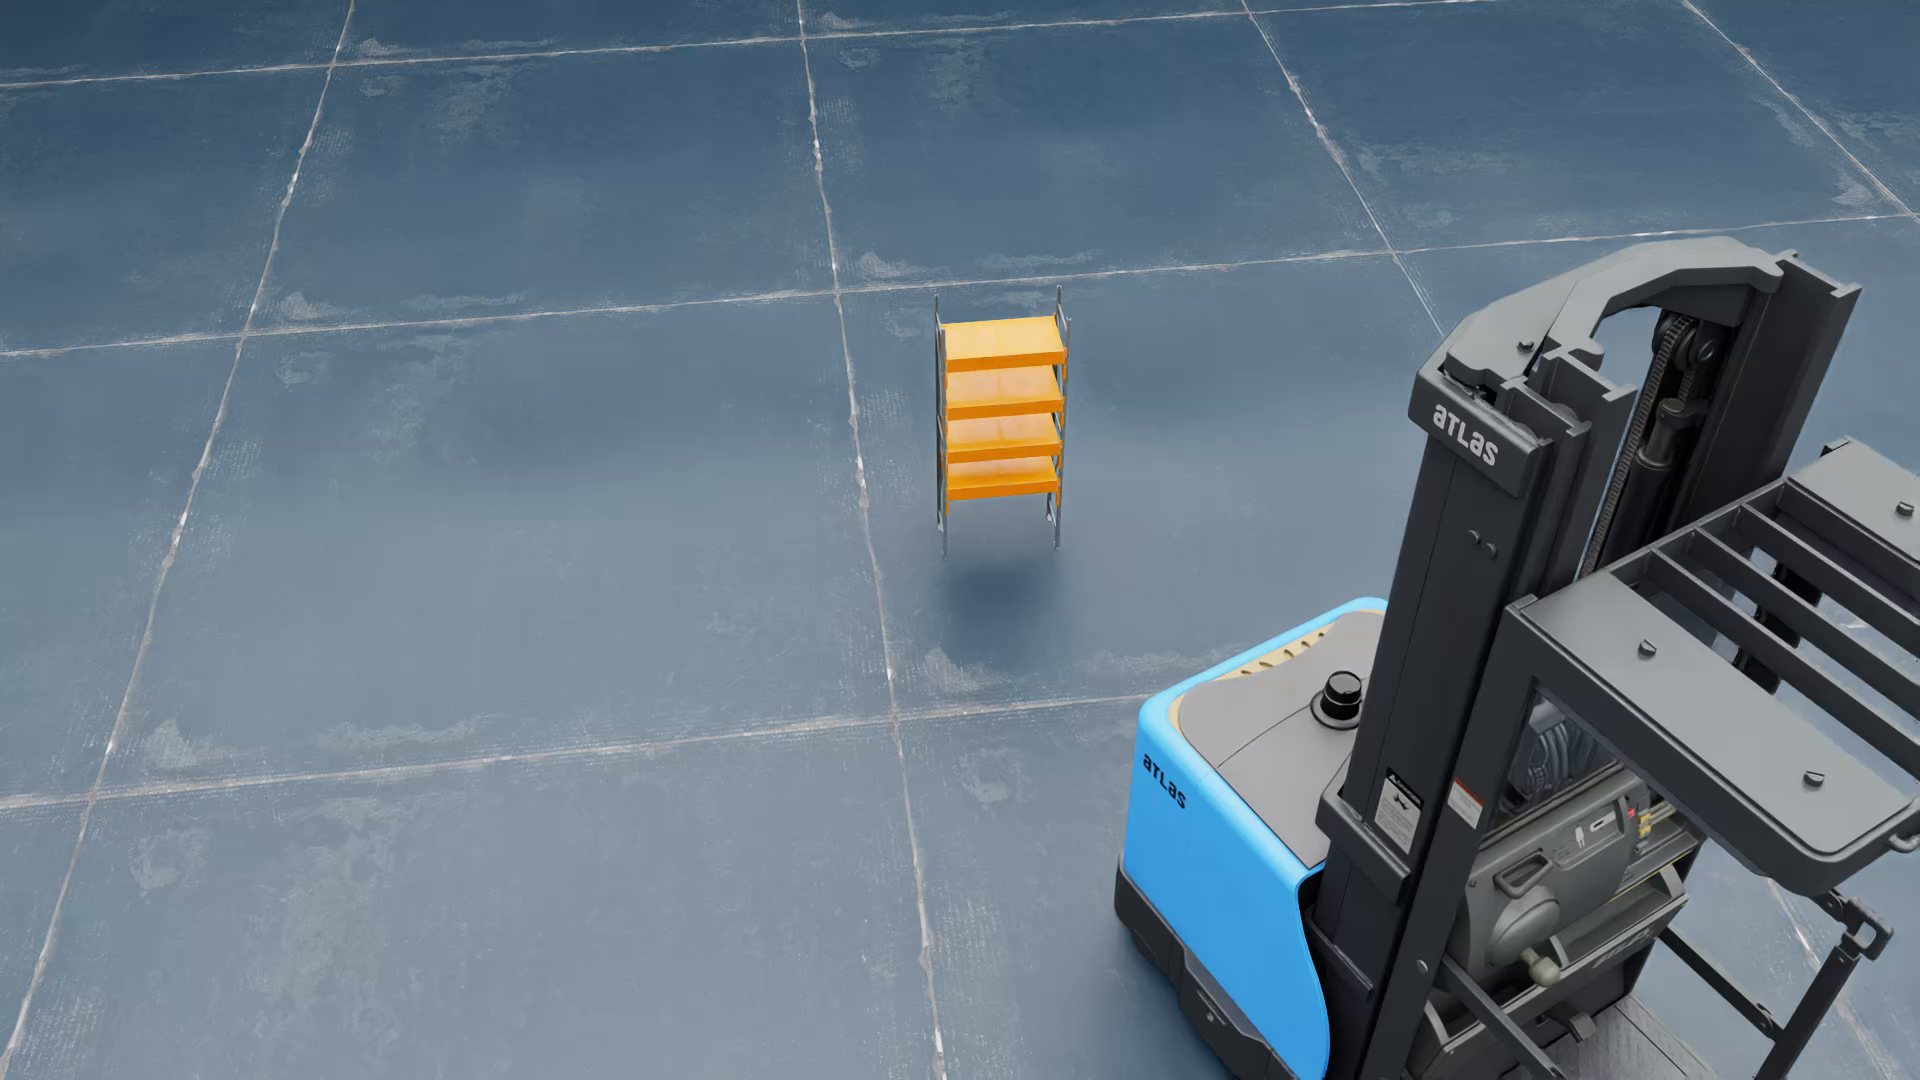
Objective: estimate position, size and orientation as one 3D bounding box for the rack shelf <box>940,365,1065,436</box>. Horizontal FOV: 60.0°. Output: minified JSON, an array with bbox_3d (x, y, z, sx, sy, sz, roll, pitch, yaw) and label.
[{"bbox_3d":[0.164,-0.576,6.759,0.480,0.148,0.258,-5,42,-6],"label":"rack shelf"}]

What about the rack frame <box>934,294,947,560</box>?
[{"bbox_3d":[-0.078,-0.439,6.841,0.015,1.200,0.240,-5,42,-6],"label":"rack frame"}]

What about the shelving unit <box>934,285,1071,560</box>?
[{"bbox_3d":[0.164,-0.460,6.864,0.503,1.200,0.258,-5,42,-6],"label":"shelving unit"}]

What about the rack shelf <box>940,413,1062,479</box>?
[{"bbox_3d":[0.164,-0.410,6.909,0.480,0.148,0.258,-5,42,-6],"label":"rack shelf"}]

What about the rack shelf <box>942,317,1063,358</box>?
[{"bbox_3d":[0.164,-0.781,6.575,0.457,0.050,0.221,-5,42,-6],"label":"rack shelf"}]

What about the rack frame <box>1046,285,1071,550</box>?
[{"bbox_3d":[0.406,-0.481,6.888,0.015,1.200,0.240,-5,42,-6],"label":"rack frame"}]

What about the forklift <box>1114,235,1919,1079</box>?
[{"bbox_3d":[1.730,0.883,4.083,1.130,2.935,3.031,-22,47,-23],"label":"forklift"}]
